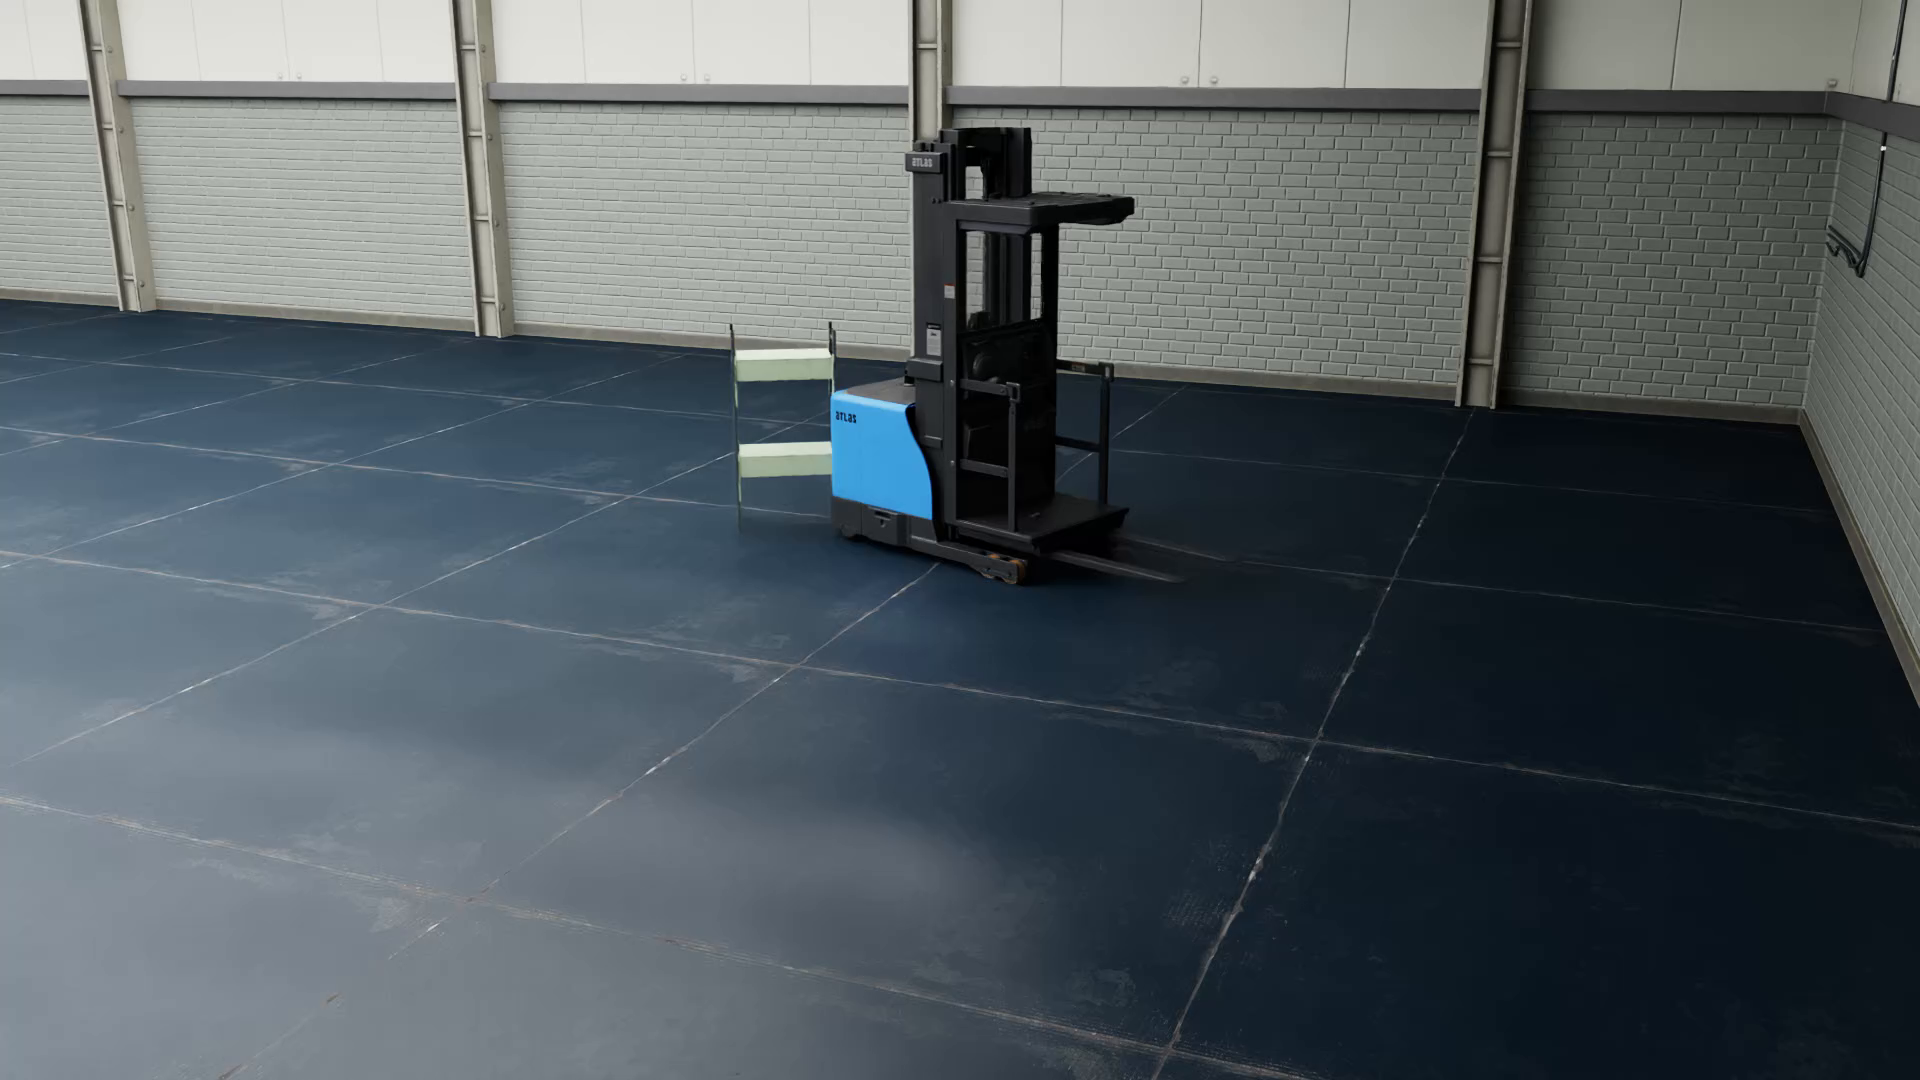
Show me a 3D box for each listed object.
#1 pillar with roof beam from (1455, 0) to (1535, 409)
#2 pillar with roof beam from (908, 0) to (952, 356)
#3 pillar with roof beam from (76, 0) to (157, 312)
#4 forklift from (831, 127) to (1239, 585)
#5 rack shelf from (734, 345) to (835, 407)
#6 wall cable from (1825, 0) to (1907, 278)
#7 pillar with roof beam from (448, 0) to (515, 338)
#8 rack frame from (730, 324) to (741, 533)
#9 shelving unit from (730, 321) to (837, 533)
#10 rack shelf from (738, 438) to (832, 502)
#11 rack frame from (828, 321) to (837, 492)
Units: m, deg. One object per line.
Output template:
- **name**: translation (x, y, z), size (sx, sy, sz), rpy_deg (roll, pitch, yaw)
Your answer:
- **pillar with roof beam**: translation (3.678, -4.584, 11.823), size (0.400, 9.000, 9.100), rpy_deg (6, 17, 21)
- **pillar with roof beam**: translation (-1.903, -5.198, 13.938), size (0.400, 9.000, 9.100), rpy_deg (6, 17, 21)
- **pillar with roof beam**: translation (-13.066, -6.425, 18.166), size (0.400, 9.000, 9.100), rpy_deg (6, 17, 21)
- **forklift**: translation (0.483, -1.272, 11.299), size (3.031, 2.935, 1.130), rpy_deg (14, 21, 40)
- **rack shelf**: translation (-1.303, -1.216, 12.271), size (0.720, 0.370, 0.431), rpy_deg (-2, 16, -8)
- **wall cable**: translation (7.513, -3.565, 13.883), size (0.112, 2.526, 3.097), rpy_deg (6, 17, 21)
- **pillar with roof beam**: translation (-7.485, -5.812, 16.052), size (0.400, 9.000, 9.100), rpy_deg (6, 17, 21)
- **rack frame**: translation (-1.665, -0.825, 12.327), size (0.023, 1.500, 0.400), rpy_deg (-2, 16, -8)
- **shelving unit**: translation (-1.303, -0.841, 12.379), size (0.755, 1.500, 0.431), rpy_deg (-2, 16, -8)
- **rack shelf**: translation (-1.303, -0.528, 12.470), size (0.720, 0.370, 0.431), rpy_deg (-2, 16, -8)
- **rack frame**: translation (-0.941, -0.856, 12.432), size (0.023, 1.500, 0.400), rpy_deg (-2, 16, -8)
